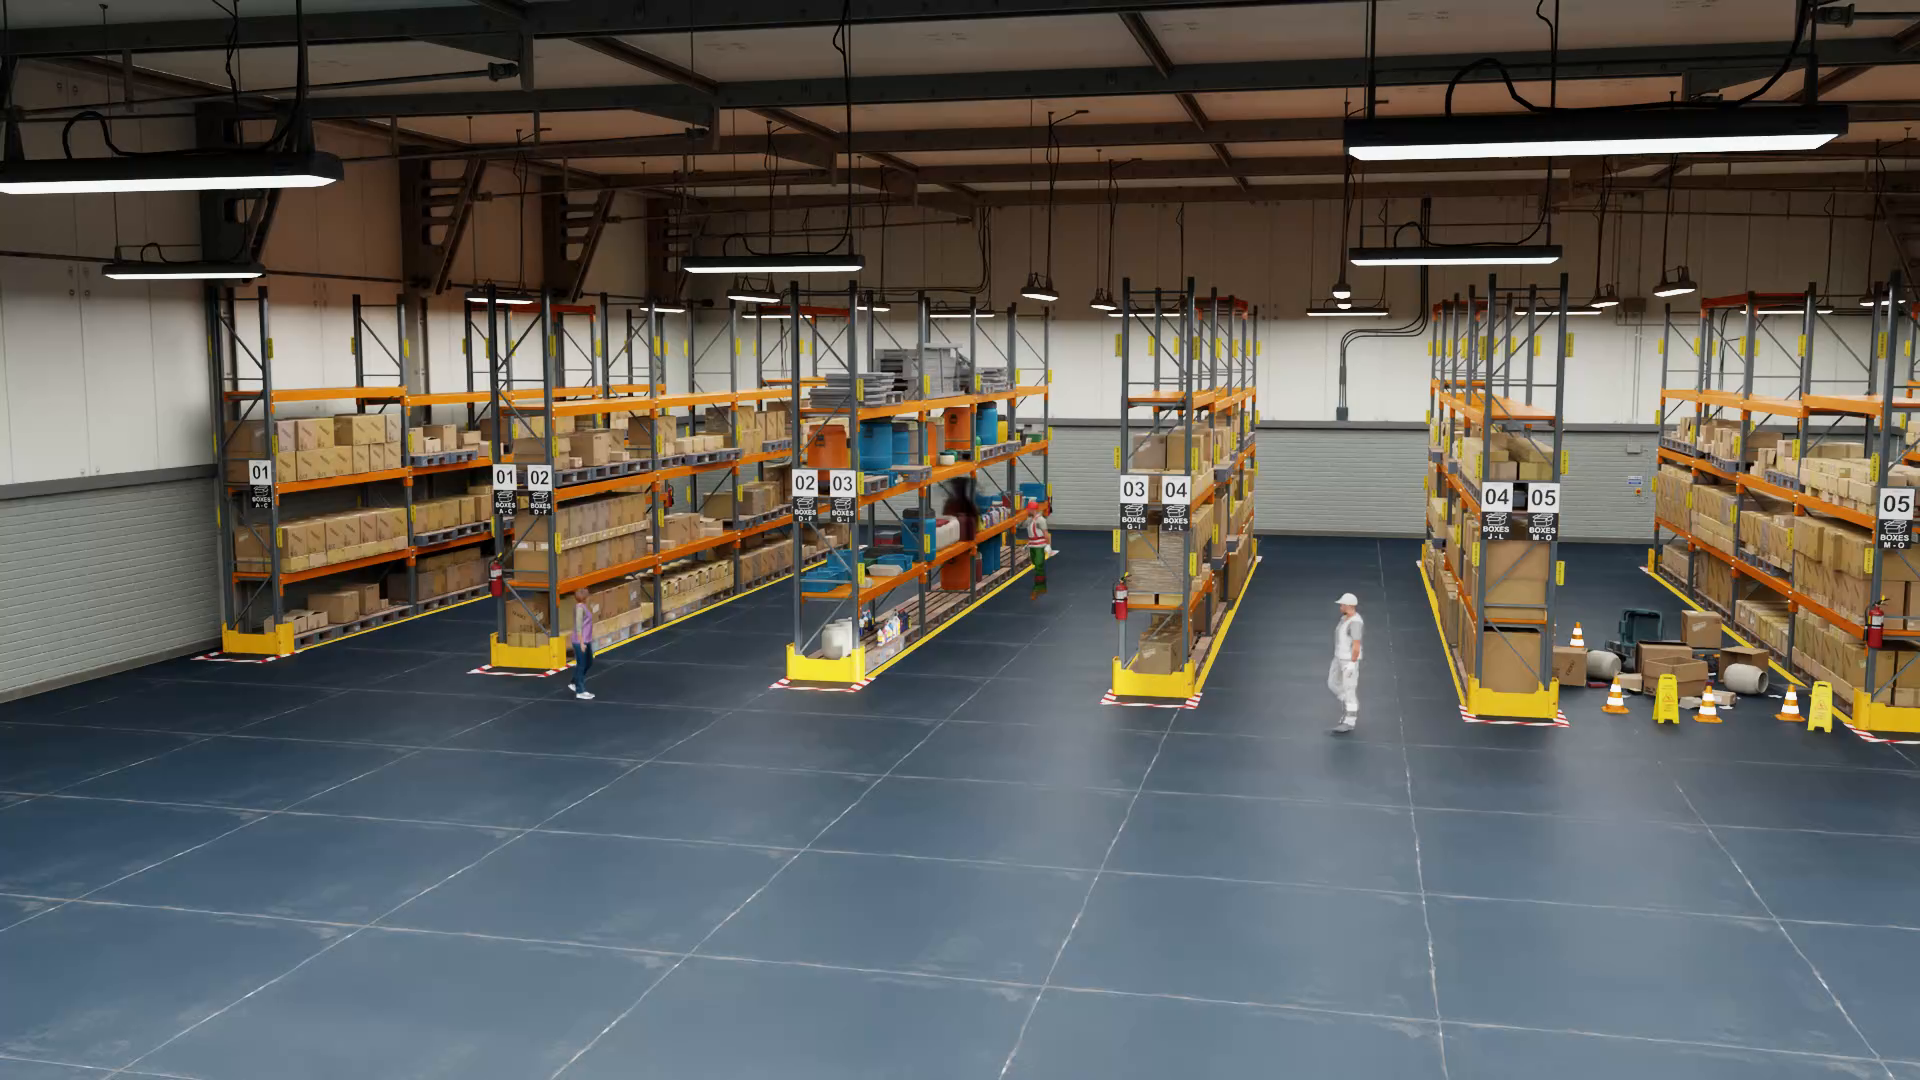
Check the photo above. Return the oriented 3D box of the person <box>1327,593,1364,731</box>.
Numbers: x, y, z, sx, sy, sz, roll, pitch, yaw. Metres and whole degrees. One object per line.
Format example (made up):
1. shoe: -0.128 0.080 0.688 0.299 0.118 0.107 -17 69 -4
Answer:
1. person: 5.104 1.590 21.928 0.499 1.789 0.627 -2 7 -13

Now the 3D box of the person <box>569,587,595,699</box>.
1. person: -5.463 1.476 23.897 0.439 1.607 0.489 0 7 1

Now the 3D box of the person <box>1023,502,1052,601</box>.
1. person: 1.475 0.200 31.835 0.599 1.863 0.632 -6 9 -41
